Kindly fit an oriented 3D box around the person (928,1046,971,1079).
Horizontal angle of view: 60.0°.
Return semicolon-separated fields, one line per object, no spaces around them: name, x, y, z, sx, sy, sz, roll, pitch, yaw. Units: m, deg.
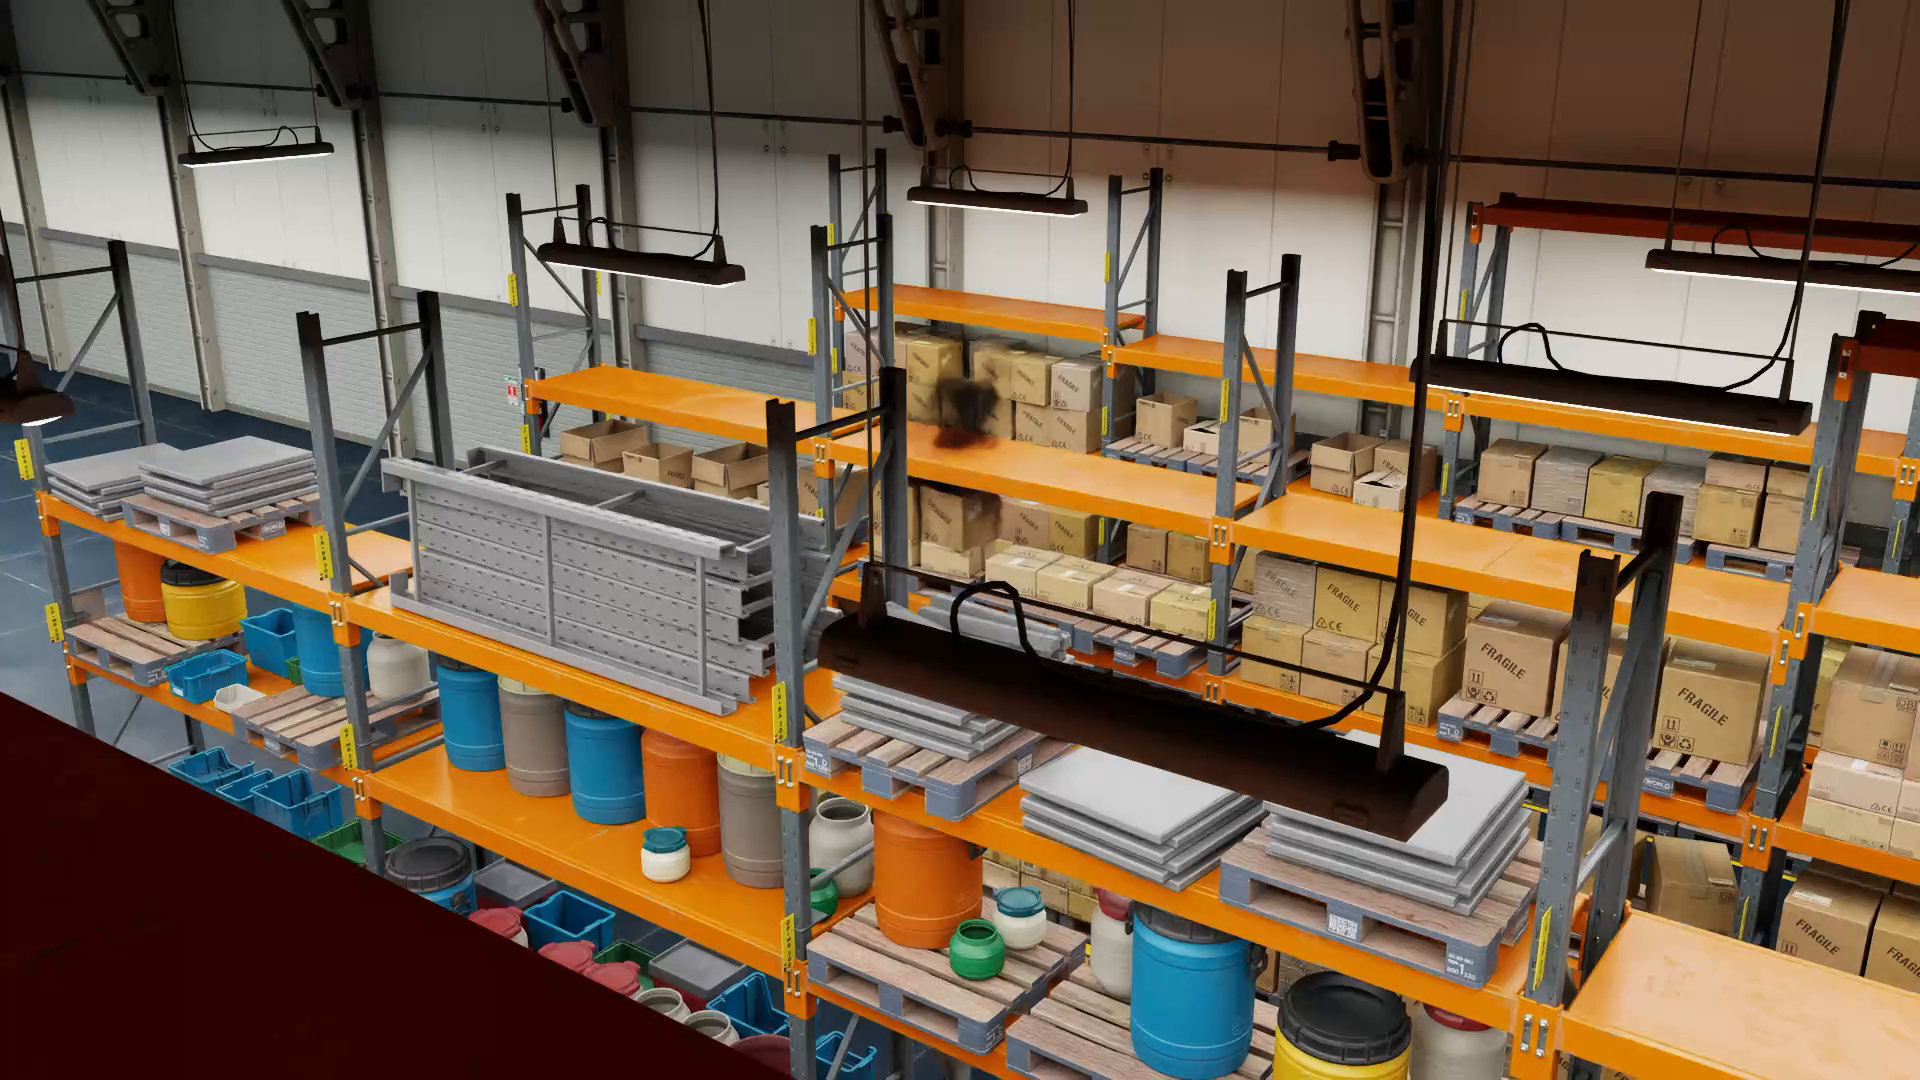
person;-0.036;3.488;11.929;0.693;1.801;0.636;9;21;26
